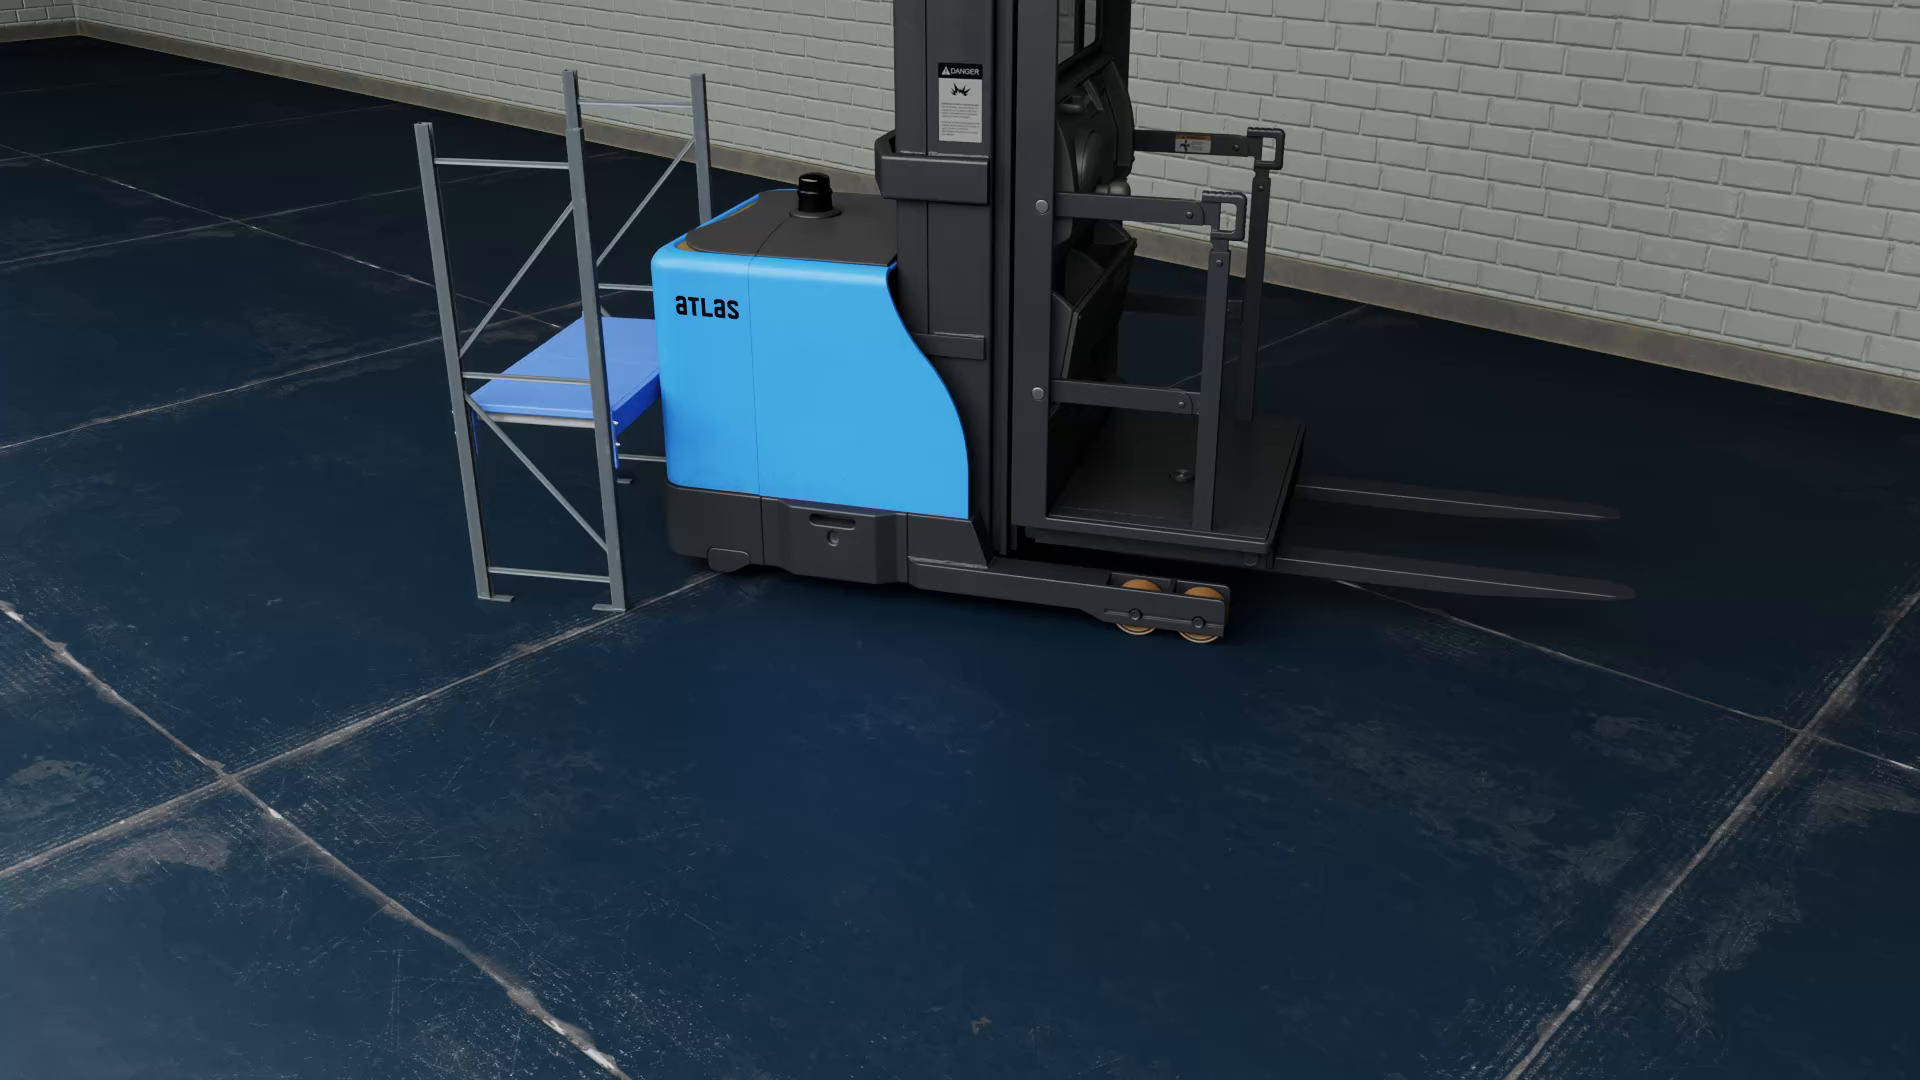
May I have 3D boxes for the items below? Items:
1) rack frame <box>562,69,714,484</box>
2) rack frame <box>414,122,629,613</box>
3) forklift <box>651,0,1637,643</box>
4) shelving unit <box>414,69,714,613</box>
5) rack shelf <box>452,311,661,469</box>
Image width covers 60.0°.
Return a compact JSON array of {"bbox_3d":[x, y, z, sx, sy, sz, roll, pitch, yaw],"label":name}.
[{"bbox_3d":[-1.097,-0.888,5.896,0.500,1.500,0.032,5,25,10],"label":"rack frame"},{"bbox_3d":[-1.297,-0.480,4.986,0.500,1.500,0.032,5,25,10],"label":"rack frame"},{"bbox_3d":[0.602,-1.267,4.993,3.031,2.935,1.130,7,25,15],"label":"forklift"},{"bbox_3d":[-1.197,-0.684,5.441,0.538,1.500,1.048,5,25,10],"label":"shelving unit"},{"bbox_3d":[-1.196,-0.520,5.515,0.538,0.185,1.000,5,25,10],"label":"rack shelf"}]
